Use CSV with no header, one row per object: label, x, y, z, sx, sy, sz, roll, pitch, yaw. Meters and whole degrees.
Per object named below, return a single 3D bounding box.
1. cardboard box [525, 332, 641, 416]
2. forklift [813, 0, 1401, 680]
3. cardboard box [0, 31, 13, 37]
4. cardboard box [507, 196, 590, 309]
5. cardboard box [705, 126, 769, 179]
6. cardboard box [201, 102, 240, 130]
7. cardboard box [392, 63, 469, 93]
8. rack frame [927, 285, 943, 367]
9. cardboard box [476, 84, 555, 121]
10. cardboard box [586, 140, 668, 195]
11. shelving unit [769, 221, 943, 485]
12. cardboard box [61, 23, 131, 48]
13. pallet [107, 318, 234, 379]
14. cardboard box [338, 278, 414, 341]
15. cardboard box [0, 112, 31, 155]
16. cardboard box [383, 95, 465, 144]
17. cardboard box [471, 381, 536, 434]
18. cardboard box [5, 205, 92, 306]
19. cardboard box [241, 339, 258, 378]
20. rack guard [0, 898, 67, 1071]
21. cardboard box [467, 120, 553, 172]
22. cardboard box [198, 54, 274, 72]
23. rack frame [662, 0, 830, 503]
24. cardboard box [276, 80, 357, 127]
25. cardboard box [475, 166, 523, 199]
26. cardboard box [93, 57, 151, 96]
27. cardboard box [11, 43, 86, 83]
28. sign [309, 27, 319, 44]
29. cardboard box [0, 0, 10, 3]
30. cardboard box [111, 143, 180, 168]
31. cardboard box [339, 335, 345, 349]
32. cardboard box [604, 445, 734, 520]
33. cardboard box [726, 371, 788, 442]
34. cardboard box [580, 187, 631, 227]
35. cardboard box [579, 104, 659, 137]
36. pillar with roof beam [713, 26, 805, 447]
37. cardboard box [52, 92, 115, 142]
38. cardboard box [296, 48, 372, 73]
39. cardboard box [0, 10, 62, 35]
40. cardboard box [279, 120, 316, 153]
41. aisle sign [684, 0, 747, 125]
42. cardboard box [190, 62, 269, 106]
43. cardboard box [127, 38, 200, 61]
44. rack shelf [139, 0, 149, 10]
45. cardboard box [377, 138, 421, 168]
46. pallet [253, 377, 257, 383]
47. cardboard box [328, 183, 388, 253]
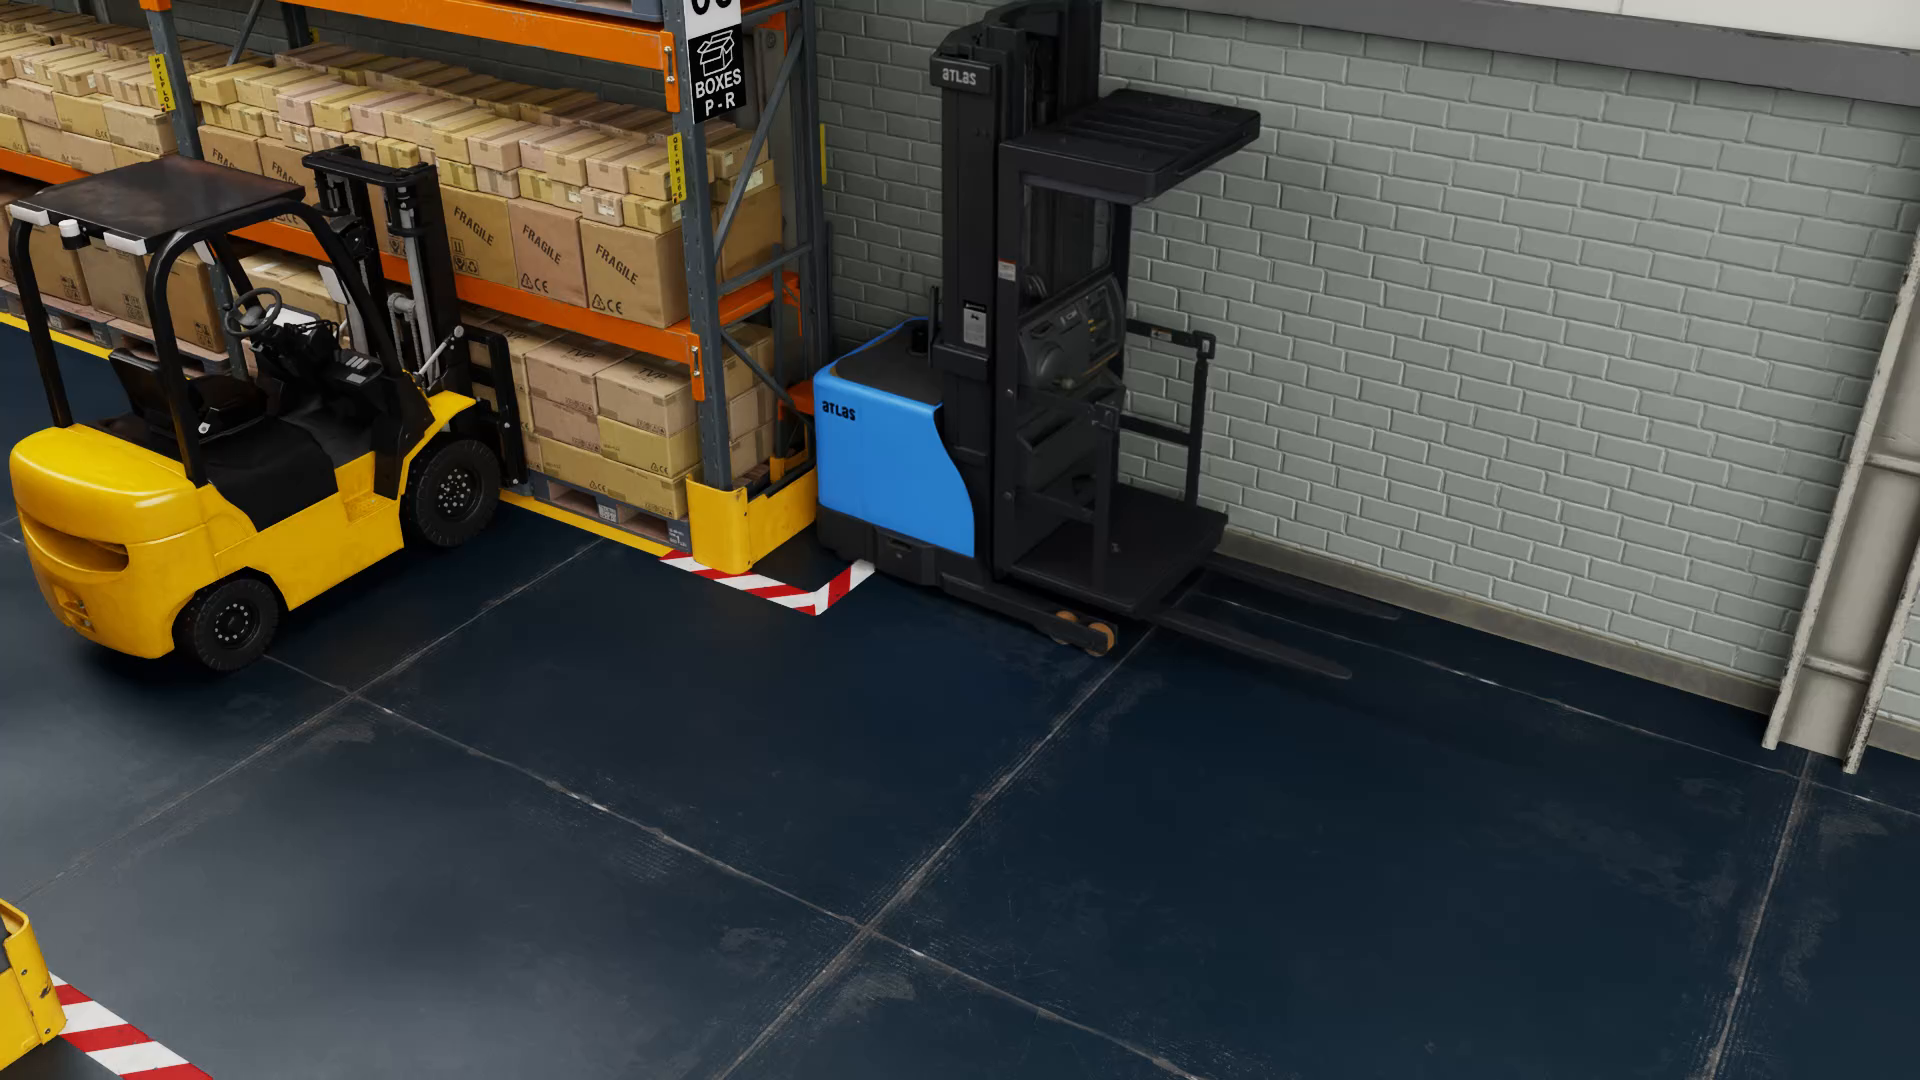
cardboard box,-2.038,-0.949,9.219,0.500,0.250,0.500,18,35,28
forklift,0.727,-0.994,8.044,3.031,2.935,1.130,19,35,29
cardboard box,-6.610,-3.313,11.209,0.250,0.149,0.380,18,35,28
cardboard box,-2.038,-1.604,8.924,0.500,0.500,0.500,19,35,29
cardboard box,-1.218,-2.032,8.718,0.250,0.149,0.380,17,34,26
cardboard box,-4.304,-2.596,9.980,0.250,0.149,0.380,17,34,27
cardboard box,-3.128,-2.697,9.858,0.250,0.149,0.380,17,34,27
rack frame,-0.032,-0.716,8.936,0.032,1.500,0.500,20,34,28
cardboard box,-2.512,-2.458,9.449,0.250,0.149,0.380,18,35,28
cardboard box,-1.688,-1.909,8.508,0.250,0.149,0.380,18,35,27
shelving unit,-0.464,-0.870,9.176,1.083,1.500,0.587,20,34,28
cardboard box,-5.885,-3.408,11.371,0.250,0.149,0.380,18,35,28
pallet,-5.079,-1.446,11.520,1.213,0.211,1.003,18,35,27
cardboard box,-3.336,-1.363,9.929,0.500,0.250,0.500,19,35,29
cardboard box,-6.275,-2.842,11.294,0.500,0.250,0.500,19,35,29
cardboard box,-2.969,-2.340,9.245,0.250,0.149,0.380,18,35,28
cardboard box,-2.493,-0.874,9.586,0.500,0.250,0.500,17,34,26
cardboard box,-6.174,-2.173,11.937,0.625,0.625,0.875,16,34,25
cardboard box,-4.201,-1.193,10.630,0.500,0.250,0.500,18,35,28
rack guard,-3.747,1.780,5.702,0.348,0.500,1.175,18,35,27
cardboard box,-2.375,-2.089,8.815,0.250,0.149,0.380,18,35,29
cardboard box,-4.618,-2.979,10.637,0.250,0.149,0.380,17,34,26
rack frame,-1.047,-1.399,8.671,0.127,3.000,1.000,18,35,27
cardboard box,-3.669,-2.501,9.522,0.250,0.149,0.380,18,35,28
cardboard box,-2.364,-1.969,8.906,0.250,0.149,0.380,16,34,26
cardboard box,-5.249,-2.940,10.569,0.250,0.149,0.380,18,35,27
cardboard box,-5.940,-3.120,10.878,0.250,0.149,0.380,18,35,28
sign,-4.141,-3.116,10.676,0.005,0.325,0.100,18,35,27
cardboard box,-7.158,-3.842,12.116,0.250,0.149,0.380,19,35,29
cardboard box,-5.001,-2.429,10.585,0.500,0.250,0.500,18,35,28
cardboard box,-3.761,-1.284,10.291,0.500,0.250,0.500,17,34,27
cardboard box,-1.613,-0.383,9.242,0.500,0.250,0.500,18,35,28
cardboard box,-1.335,-0.823,9.500,0.500,0.250,0.500,18,35,28
cardboard box,-1.722,-1.751,8.532,0.250,0.149,0.380,18,35,28
cardboard box,-1.854,-2.253,9.098,0.250,0.149,0.380,18,35,28
pillar with roof beam,-3.446,-2.724,4.989,0.400,9.000,9.100,18,35,27
cardboard box,-5.426,-2.778,10.689,0.500,0.250,0.500,17,34,26
cardboard box,-3.813,-2.881,10.173,0.250,0.149,0.380,17,34,26
cardboard box,-6.547,-3.607,11.714,0.250,0.149,0.380,17,34,27
cardboard box,-3.679,-2.371,9.595,0.250,0.149,0.380,18,35,28
aisle sign,-1.147,-2.379,7.770,0.004,0.787,0.394,18,35,27
cardboard box,-4.322,-2.710,9.880,0.250,0.149,0.380,18,35,28
cardboard box,-5.256,-3.200,11.016,0.250,0.149,0.380,17,34,27
rack shelf,-6.129,-3.991,10.851,4.000,0.370,1.077,18,35,27
cardboard box,-3.005,-2.173,9.255,0.250,0.149,0.380,17,34,26
pallet,-3.783,-1.035,10.814,1.213,0.211,1.003,18,35,27
cardboard box,-3.318,-2.015,9.629,0.500,0.500,0.500,17,34,27
